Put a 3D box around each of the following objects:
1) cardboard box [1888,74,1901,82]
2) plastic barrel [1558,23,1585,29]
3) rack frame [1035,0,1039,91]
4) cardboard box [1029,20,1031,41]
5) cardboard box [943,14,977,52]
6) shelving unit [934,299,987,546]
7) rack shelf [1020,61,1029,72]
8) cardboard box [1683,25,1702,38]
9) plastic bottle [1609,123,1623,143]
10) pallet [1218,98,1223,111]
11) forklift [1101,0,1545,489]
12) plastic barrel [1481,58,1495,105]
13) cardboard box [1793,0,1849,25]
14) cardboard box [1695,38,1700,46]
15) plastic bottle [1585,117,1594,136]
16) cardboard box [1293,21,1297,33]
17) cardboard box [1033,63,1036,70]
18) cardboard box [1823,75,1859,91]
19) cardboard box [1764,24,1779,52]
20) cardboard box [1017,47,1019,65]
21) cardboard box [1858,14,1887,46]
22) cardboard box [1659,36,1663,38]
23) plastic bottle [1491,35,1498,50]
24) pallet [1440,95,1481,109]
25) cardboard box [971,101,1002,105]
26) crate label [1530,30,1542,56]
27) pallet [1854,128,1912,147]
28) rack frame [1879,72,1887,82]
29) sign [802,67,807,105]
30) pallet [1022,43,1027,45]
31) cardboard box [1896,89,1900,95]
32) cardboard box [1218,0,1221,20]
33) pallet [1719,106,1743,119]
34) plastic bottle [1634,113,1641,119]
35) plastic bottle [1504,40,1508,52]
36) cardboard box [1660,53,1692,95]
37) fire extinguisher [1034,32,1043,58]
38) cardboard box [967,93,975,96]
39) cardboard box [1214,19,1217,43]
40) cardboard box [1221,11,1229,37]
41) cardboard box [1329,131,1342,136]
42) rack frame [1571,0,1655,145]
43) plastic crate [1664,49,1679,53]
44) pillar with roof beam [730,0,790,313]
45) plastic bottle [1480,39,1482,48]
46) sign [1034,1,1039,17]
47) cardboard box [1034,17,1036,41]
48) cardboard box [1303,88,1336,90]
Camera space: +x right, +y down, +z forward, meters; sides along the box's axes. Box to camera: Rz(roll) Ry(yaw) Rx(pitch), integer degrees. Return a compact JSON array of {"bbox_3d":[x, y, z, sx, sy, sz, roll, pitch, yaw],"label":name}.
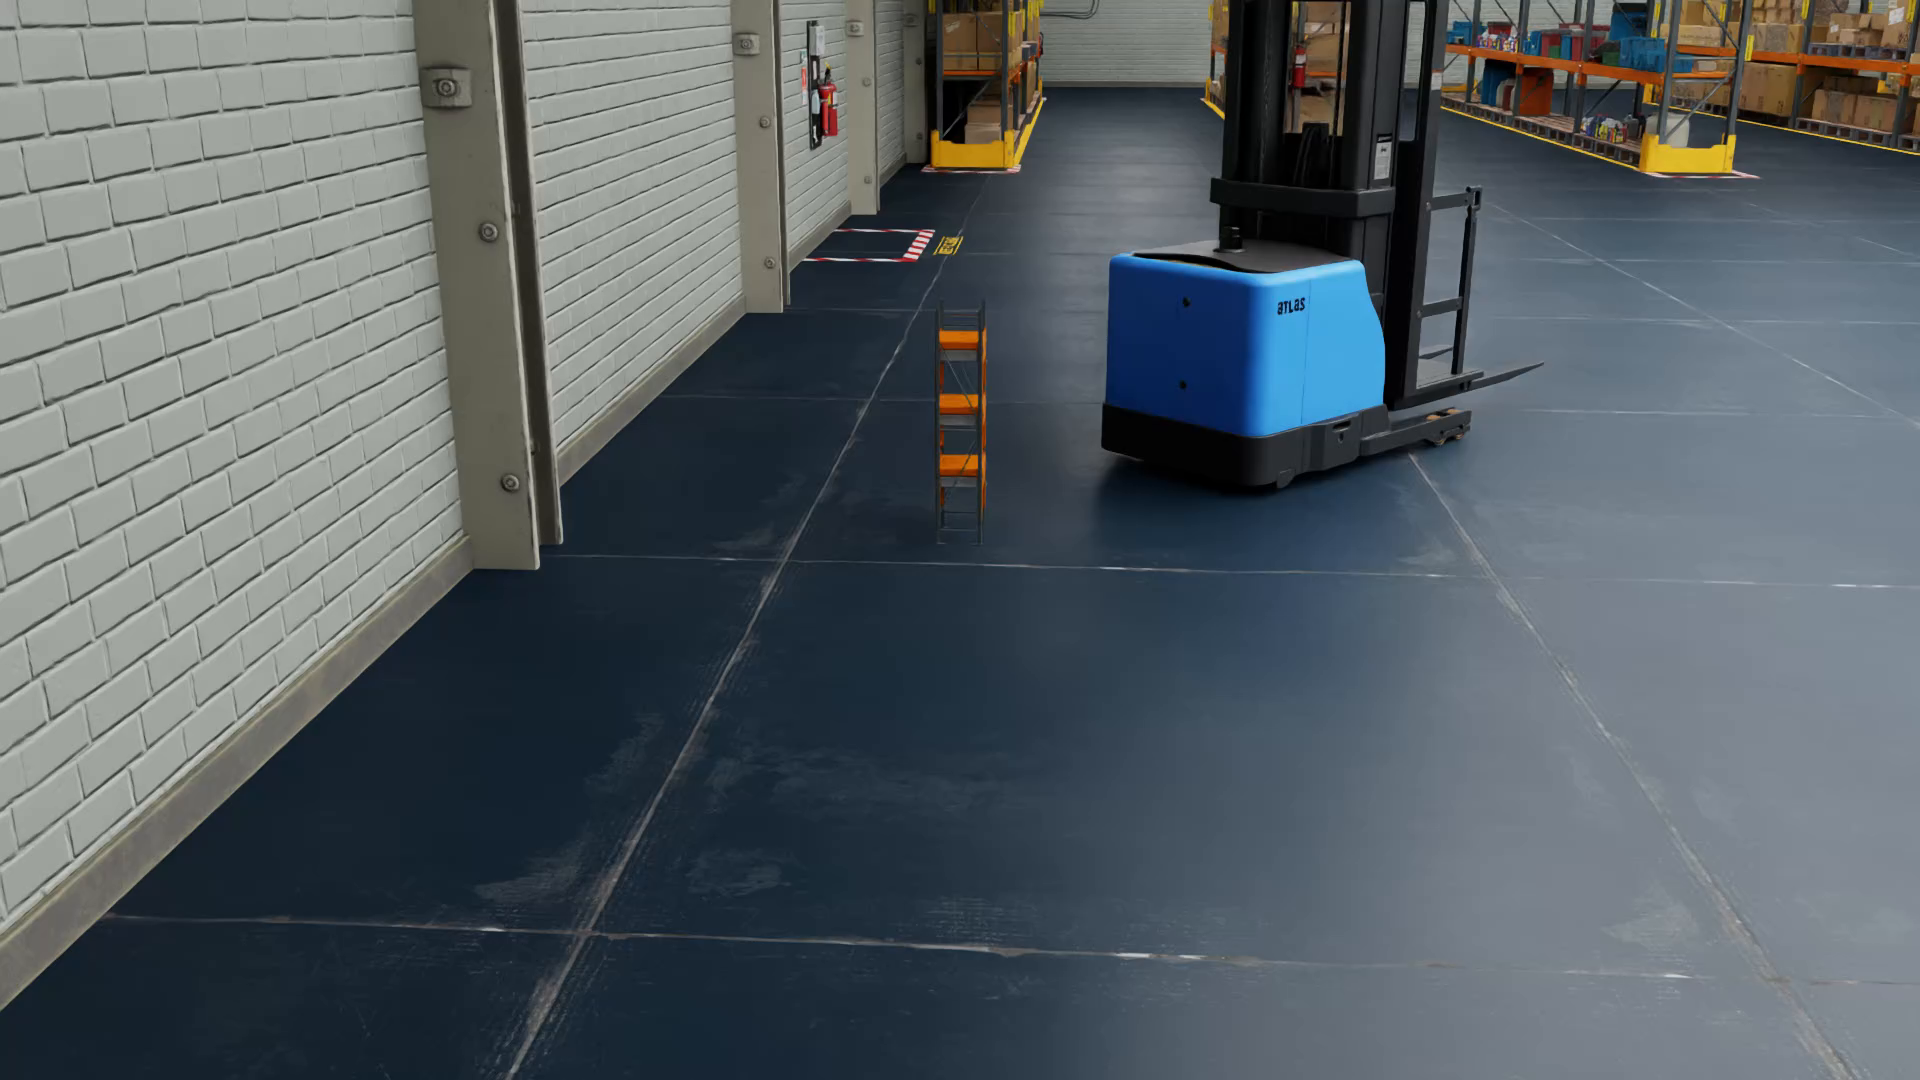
[{"bbox_3d":[20.702,-10.185,36.639,0.380,0.149,0.250,0,18,1],"label":"cardboard box"},{"bbox_3d":[10.894,-8.895,29.533,0.600,0.536,0.708,1,18,4],"label":"plastic barrel"},{"bbox_3d":[1.317,-11.687,38.272,1.000,3.000,0.127,1,18,4],"label":"rack frame"},{"bbox_3d":[1.080,-9.708,31.563,0.500,0.500,0.500,2,18,6],"label":"cardboard box"},{"bbox_3d":[-0.009,-7.163,23.472,0.500,0.500,0.500,1,18,3],"label":"cardboard box"},{"bbox_3d":[0.004,-0.516,7.310,0.215,1.050,0.252,1,18,4],"label":"shelving unit"},{"bbox_3d":[0.600,-8.239,28.906,1.077,0.370,4.000,1,18,4],"label":"rack shelf"},{"bbox_3d":[15.732,-10.802,35.336,0.500,0.250,0.500,1,18,3],"label":"cardboard box"},{"bbox_3d":[9.791,-6.069,24.795,0.152,0.276,0.135,1,18,4],"label":"plastic bottle"},{"bbox_3d":[6.021,-9.223,35.232,1.003,0.211,1.213,1,18,4],"label":"pallet"},{"bbox_3d":[2.165,-2.009,8.848,3.031,2.935,1.130,-16,24,-40],"label":"forklift"},{"bbox_3d":[10.856,-9.257,33.553,0.600,0.901,0.708,1,18,4],"label":"plastic barrel"},{"bbox_3d":[15.634,-9.621,30.197,0.797,0.503,0.637,2,18,6],"label":"cardboard box"},{"bbox_3d":[15.620,-10.415,34.795,0.380,0.149,0.250,2,18,5],"label":"cardboard box"},{"bbox_3d":[9.882,-6.463,25.999,0.152,0.276,0.135,2,18,6],"label":"plastic bottle"},{"bbox_3d":[5.022,-7.407,24.009,0.380,0.149,0.250,2,18,6],"label":"cardboard box"},{"bbox_3d":[1.521,-10.664,37.449,0.380,0.149,0.250,2,18,5],"label":"cardboard box"},{"bbox_3d":[15.547,-8.039,29.244,0.500,0.250,0.500,2,18,6],"label":"cardboard box"},{"bbox_3d":[15.429,-9.393,31.111,0.500,0.500,0.500,1,18,2],"label":"cardboard box"},{"bbox_3d":[0.625,-7.277,25.023,0.500,0.250,0.500,1,18,4],"label":"cardboard box"},{"bbox_3d":[15.310,-8.417,27.454,0.797,0.503,0.637,3,18,10],"label":"cardboard box"},{"bbox_3d":[15.784,-11.133,36.985,0.380,0.149,0.250,1,18,5],"label":"cardboard box"},{"bbox_3d":[10.415,-9.670,32.315,0.152,0.276,0.135,1,18,4],"label":"plastic bottle"},{"bbox_3d":[11.010,-9.507,36.099,1.003,0.211,1.213,1,18,4],"label":"pallet"},{"bbox_3d":[0.422,-6.658,26.233,0.500,0.500,0.500,0,18,0],"label":"cardboard box"},{"bbox_3d":[10.284,-8.695,29.086,0.502,0.435,0.616,1,18,4],"label":"crate label"},{"bbox_3d":[15.333,-6.545,27.058,1.003,0.211,1.213,1,18,4],"label":"pallet"},{"bbox_3d":[21.078,-11.213,36.826,1.000,3.000,0.127,1,18,4],"label":"rack frame"},{"bbox_3d":[-1.431,-4.172,15.280,0.001,0.329,0.234,1,18,4],"label":"sign"},{"bbox_3d":[0.642,-8.495,28.840,1.003,0.211,1.213,1,18,4],"label":"pallet"},{"bbox_3d":[20.785,-9.819,36.476,0.380,0.149,0.250,1,18,4],"label":"cardboard box"},{"bbox_3d":[5.857,-11.493,35.913,0.500,0.500,0.500,1,18,3],"label":"cardboard box"},{"bbox_3d":[15.872,-8.546,33.166,1.003,0.211,1.213,1,18,4],"label":"pallet"},{"bbox_3d":[10.579,-6.483,25.937,0.144,0.351,0.185,1,18,2],"label":"plastic bottle"},{"bbox_3d":[10.313,-9.310,31.339,0.097,0.201,0.097,0,18,0],"label":"plastic bottle"},{"bbox_3d":[16.172,-10.345,36.913,0.875,0.875,0.875,1,18,4],"label":"cardboard box"},{"bbox_3d":[1.788,-11.509,38.454,0.296,0.674,0.183,1,18,4],"label":"fire extinguisher"},{"bbox_3d":[0.480,-7.372,28.411,0.700,0.500,0.500,1,18,3],"label":"cardboard box"},{"bbox_3d":[5.931,-11.333,37.031,0.500,0.500,0.500,1,18,3],"label":"cardboard box"},{"bbox_3d":[5.714,-10.440,33.632,0.700,0.500,0.500,-5,19,-15],"label":"cardboard box"},{"bbox_3d":[5.371,-5.663,23.629,0.500,0.250,0.500,1,18,4],"label":"cardboard box"},{"bbox_3d":[10.338,-7.739,26.223,1.000,3.000,0.127,1,18,4],"label":"rack frame"},{"bbox_3d":[10.529,-7.318,25.179,0.499,0.251,0.616,1,18,4],"label":"plastic crate"},{"bbox_3d":[2.791,-5.982,11.228,9.100,9.000,0.400,1,18,4],"label":"pillar with roof beam"},{"bbox_3d":[10.460,-9.947,33.282,0.097,0.201,0.097,0,18,0],"label":"plastic bottle"},{"bbox_3d":[1.572,-10.948,34.285,0.100,0.325,0.005,1,18,4],"label":"sign"},{"bbox_3d":[1.085,-10.755,34.947,0.980,0.700,0.700,2,18,5],"label":"cardboard box"},{"bbox_3d":[5.503,-6.641,25.409,0.500,0.500,0.500,1,18,4],"label":"cardboard box"}]
